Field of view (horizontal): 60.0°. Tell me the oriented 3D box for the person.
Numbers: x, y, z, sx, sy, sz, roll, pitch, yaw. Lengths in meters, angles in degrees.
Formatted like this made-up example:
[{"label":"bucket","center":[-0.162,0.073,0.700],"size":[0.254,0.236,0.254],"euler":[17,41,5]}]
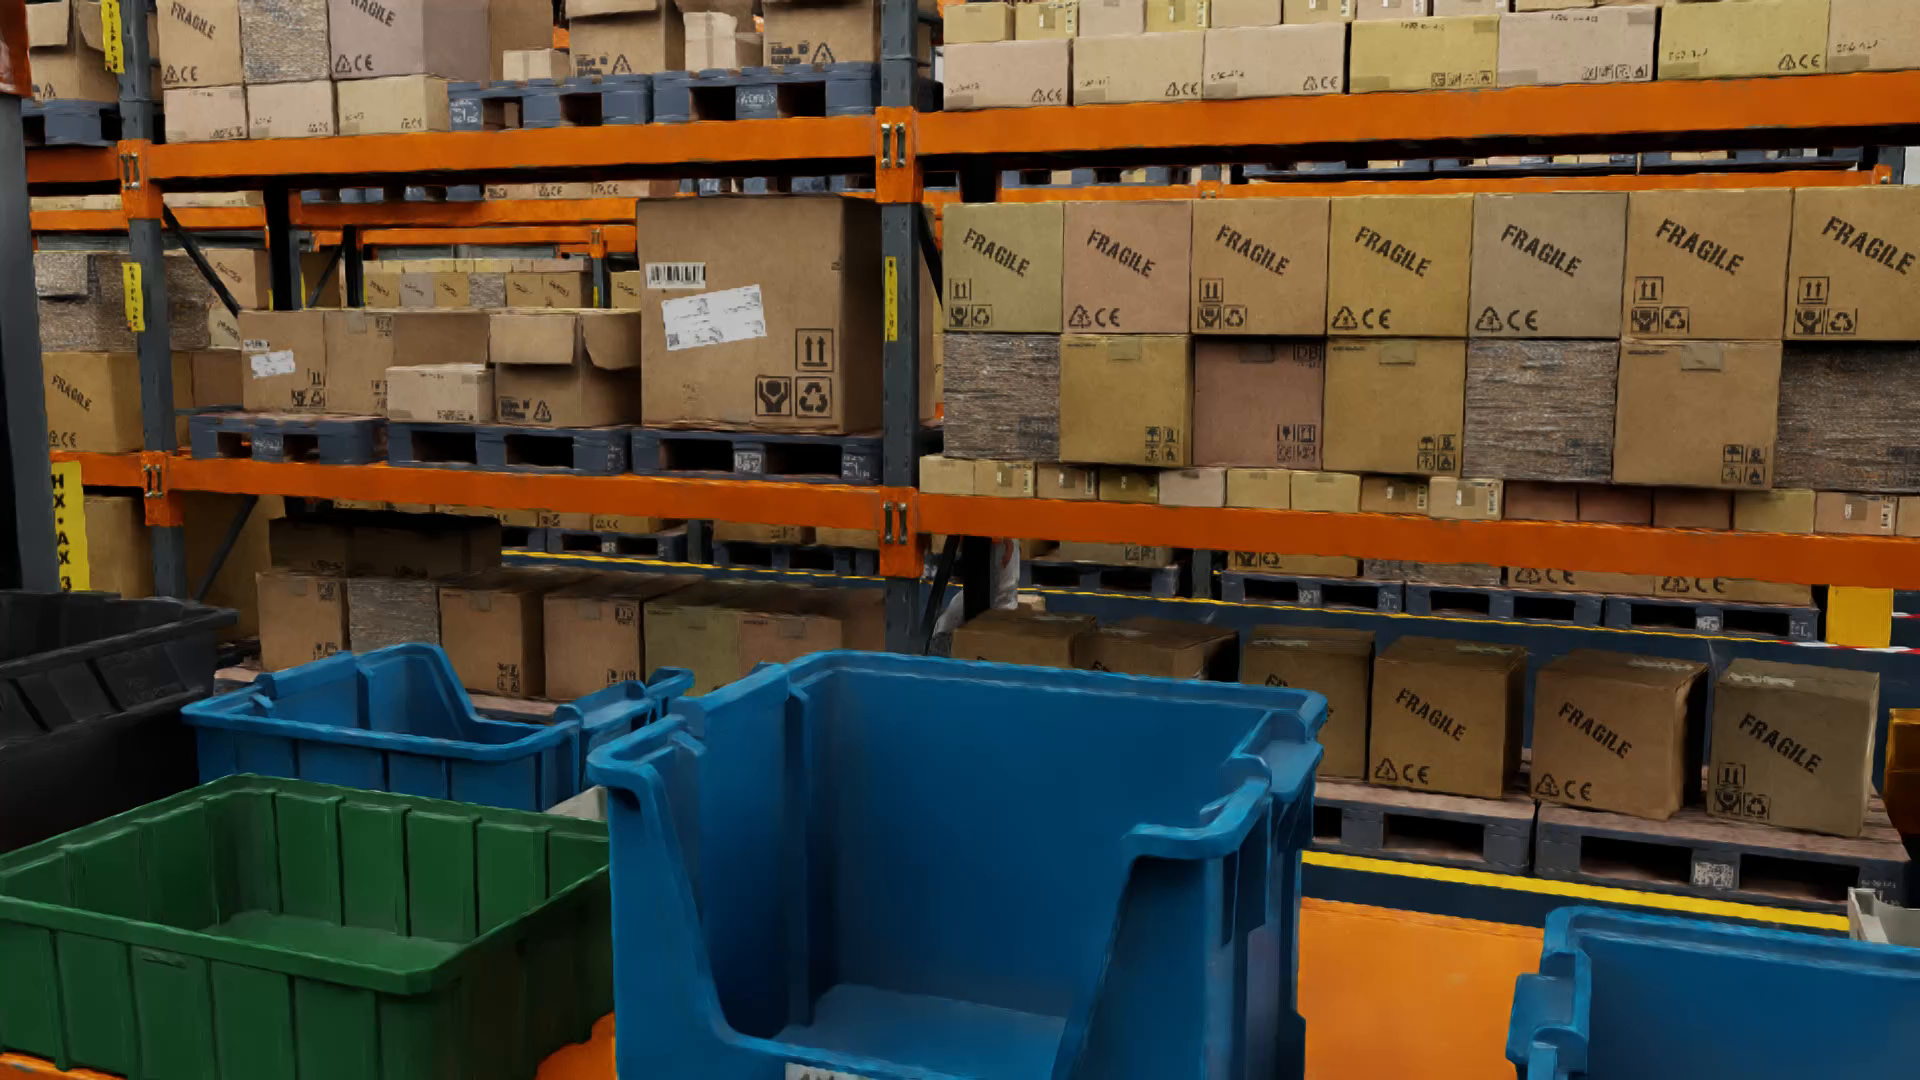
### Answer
[{"label":"person","center":[0.158,-0.079,8.756],"size":[0.523,1.743,0.689],"euler":[-8,12,-43]}]
